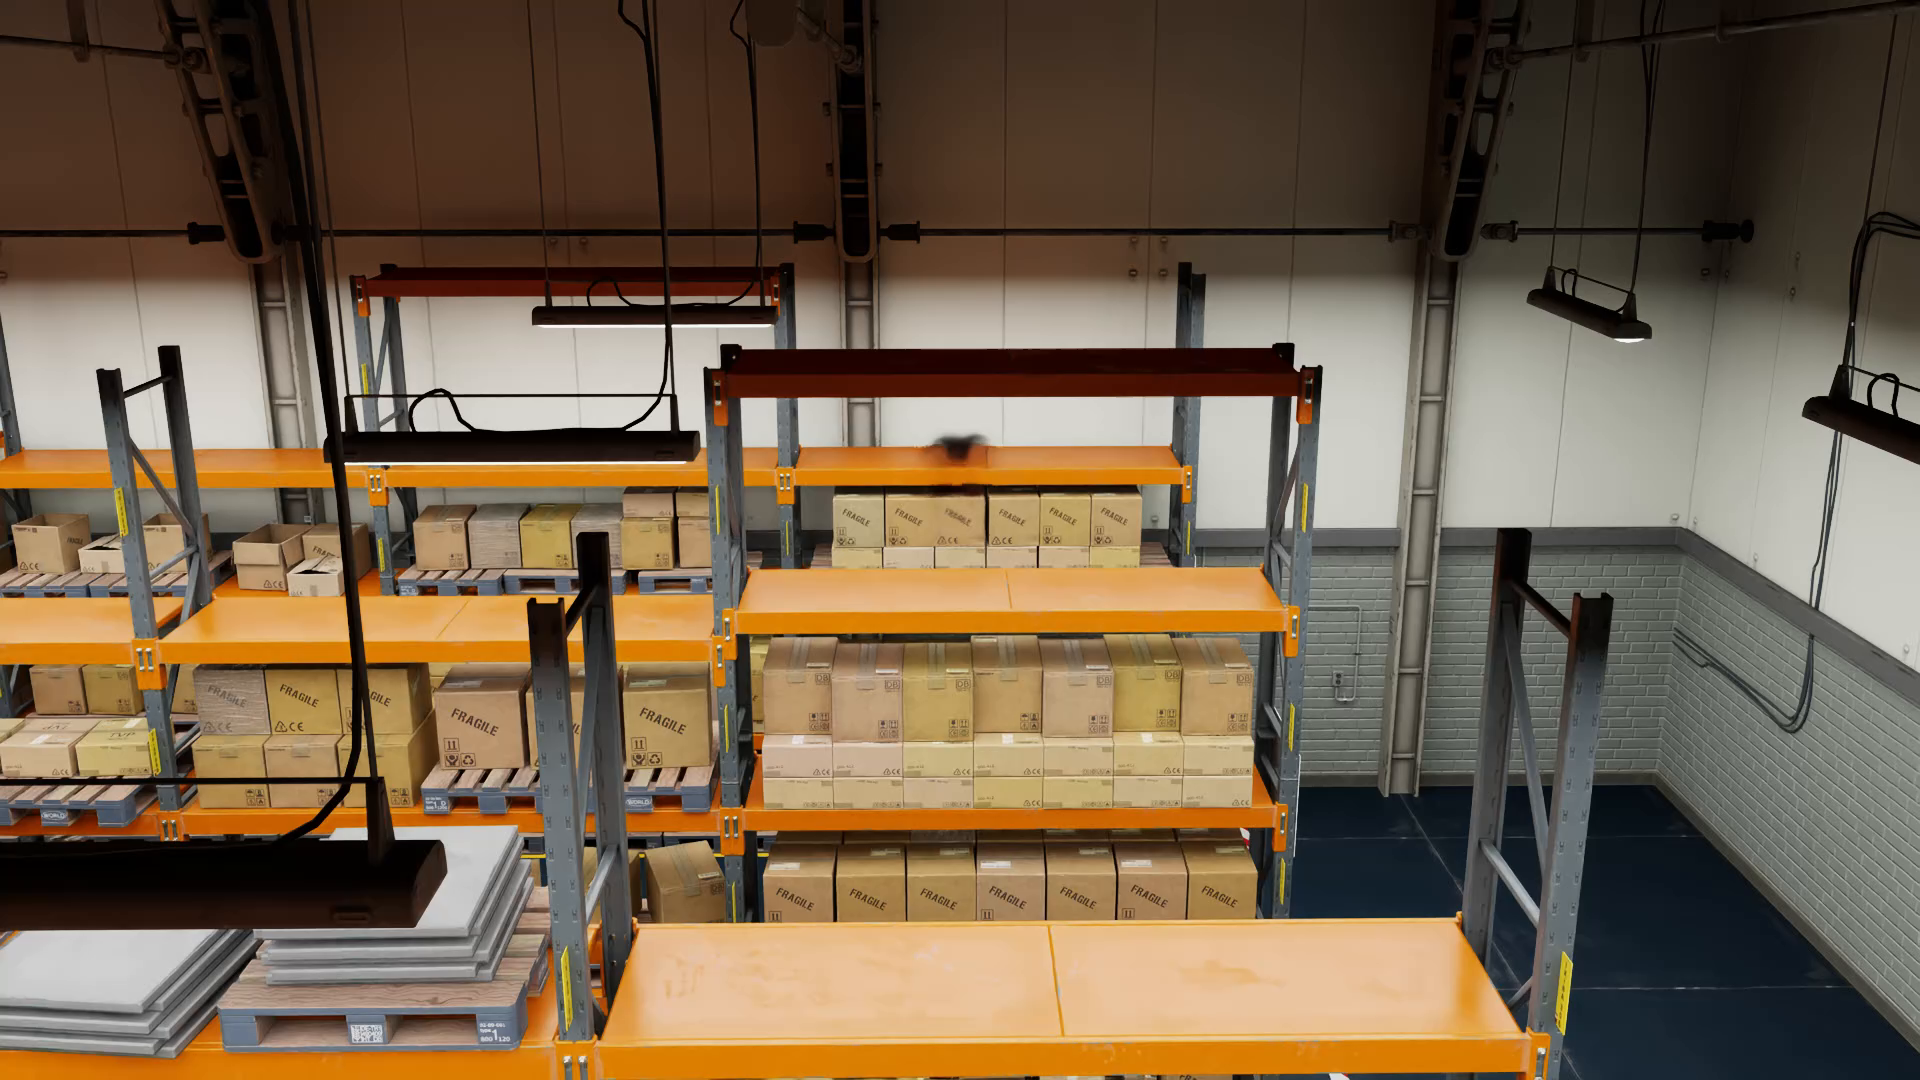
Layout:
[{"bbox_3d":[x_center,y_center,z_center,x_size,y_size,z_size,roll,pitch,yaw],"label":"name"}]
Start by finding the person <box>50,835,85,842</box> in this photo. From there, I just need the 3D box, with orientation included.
[{"bbox_3d":[-7.628,3.212,14.472,0.500,1.687,0.453,10,19,32],"label":"person"}]
